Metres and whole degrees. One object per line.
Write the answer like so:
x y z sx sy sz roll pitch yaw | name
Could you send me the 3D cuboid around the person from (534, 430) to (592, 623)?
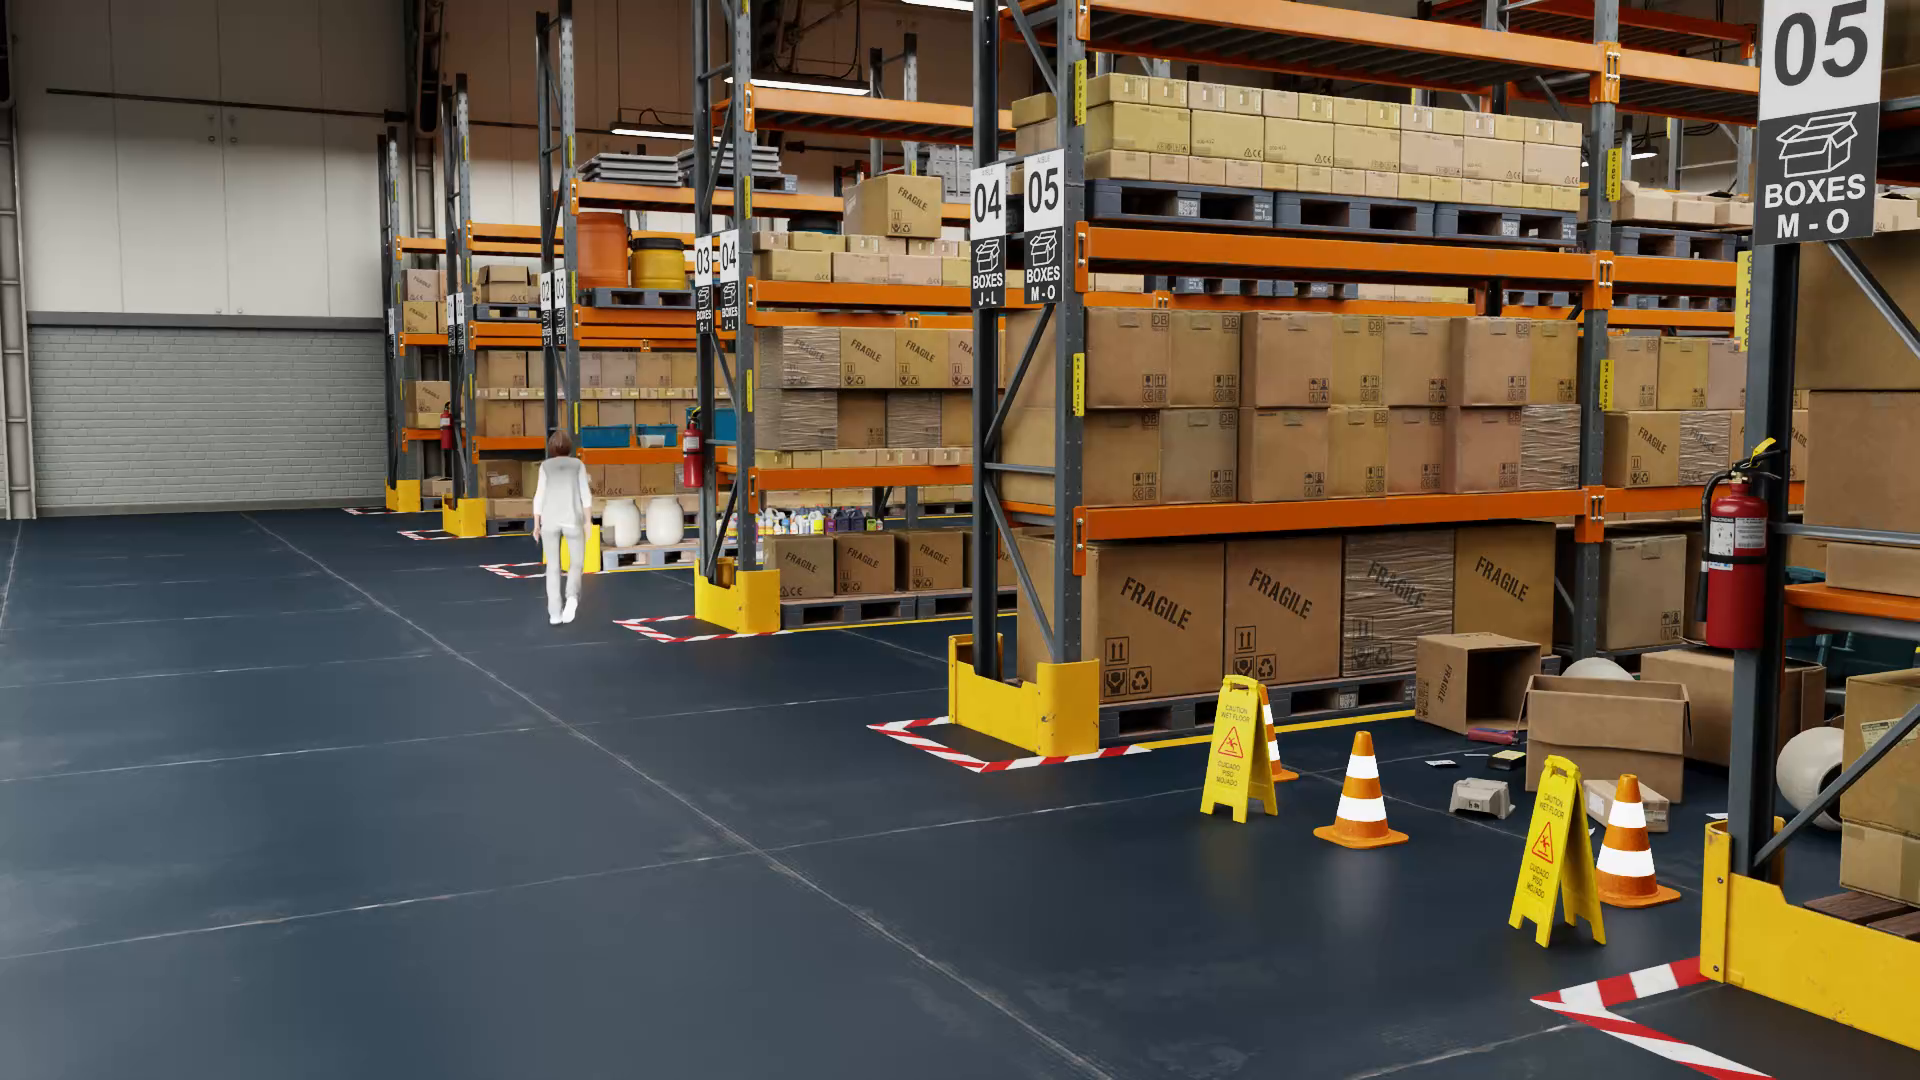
-3.265 -0.110 13.681 0.478 1.587 0.422 -1 5 -12 | person
